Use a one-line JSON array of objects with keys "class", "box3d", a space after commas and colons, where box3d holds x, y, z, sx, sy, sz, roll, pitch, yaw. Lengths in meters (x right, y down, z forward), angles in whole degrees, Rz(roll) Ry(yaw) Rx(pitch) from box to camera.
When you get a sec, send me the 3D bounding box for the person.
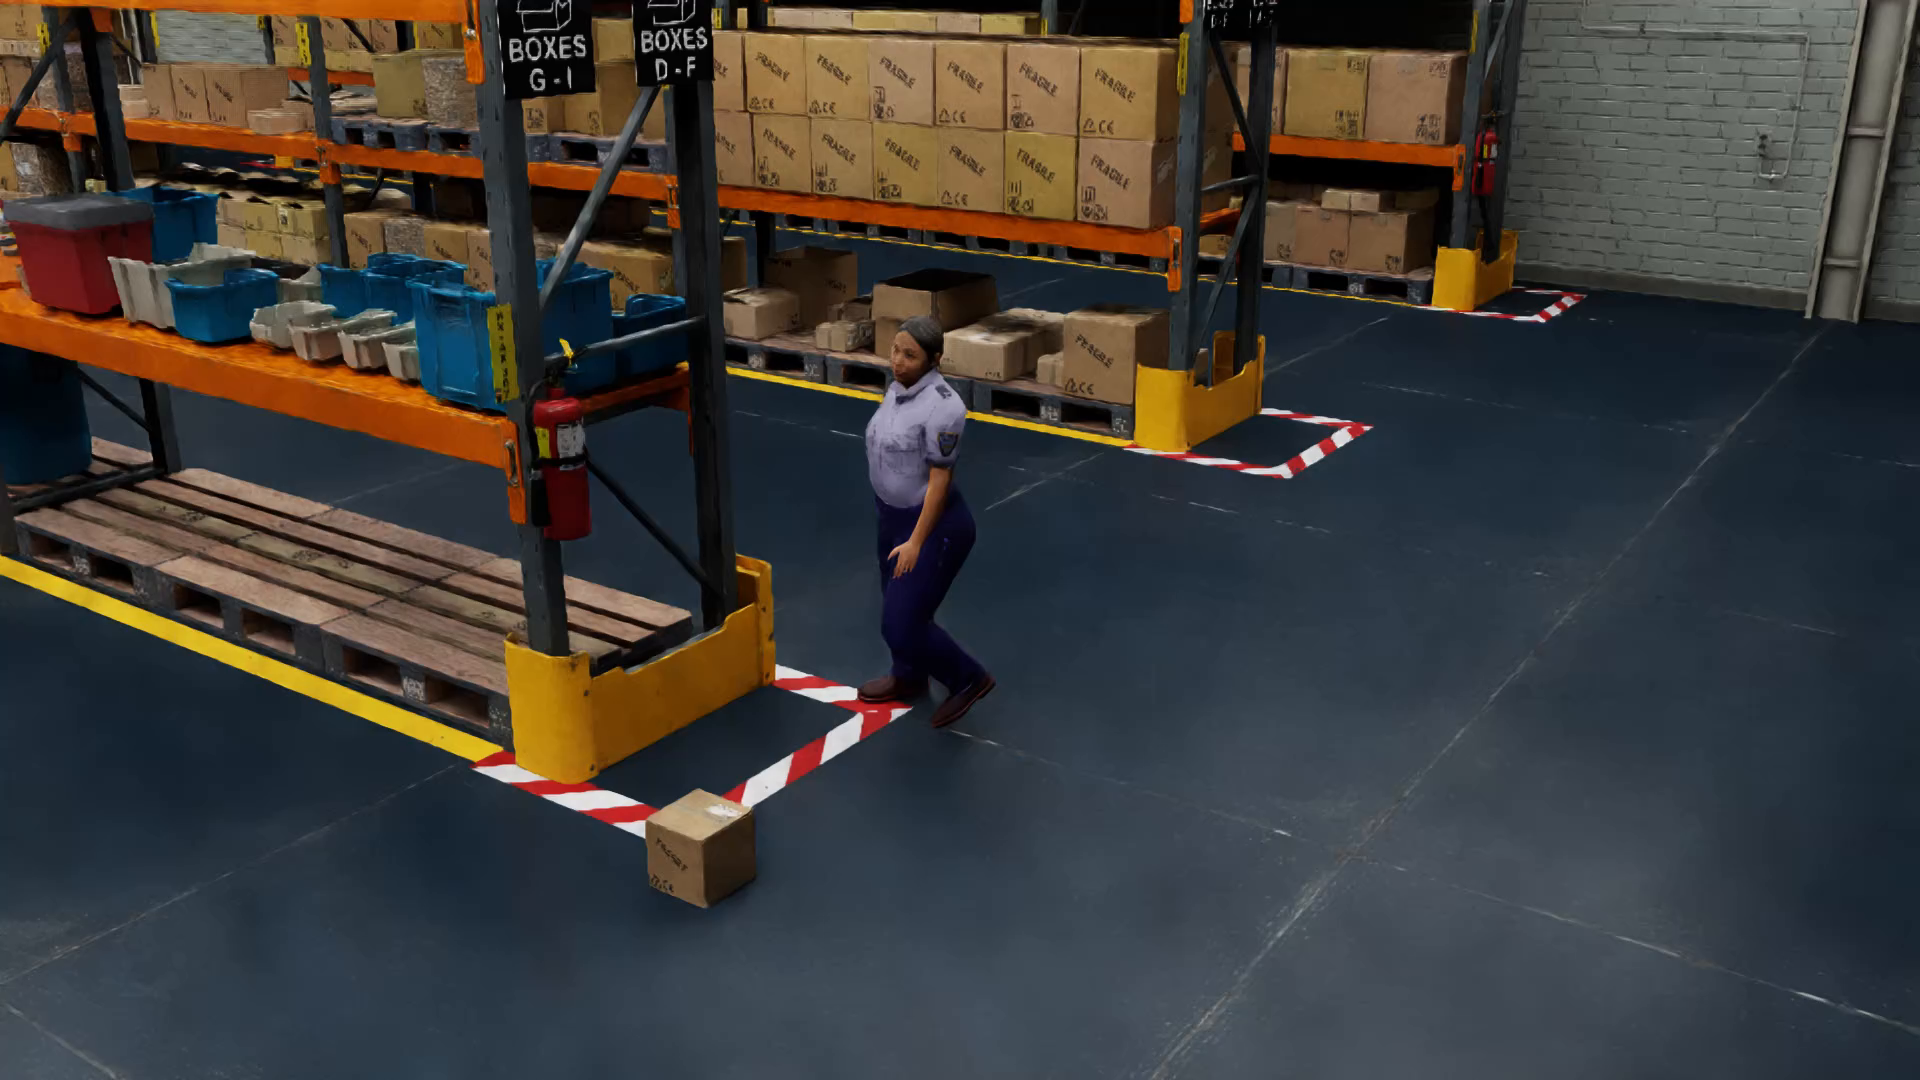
[{"class": "person", "box3d": [-0.200, -0.061, 6.254, 0.454, 1.634, 0.625, -11, 23, -27]}]
